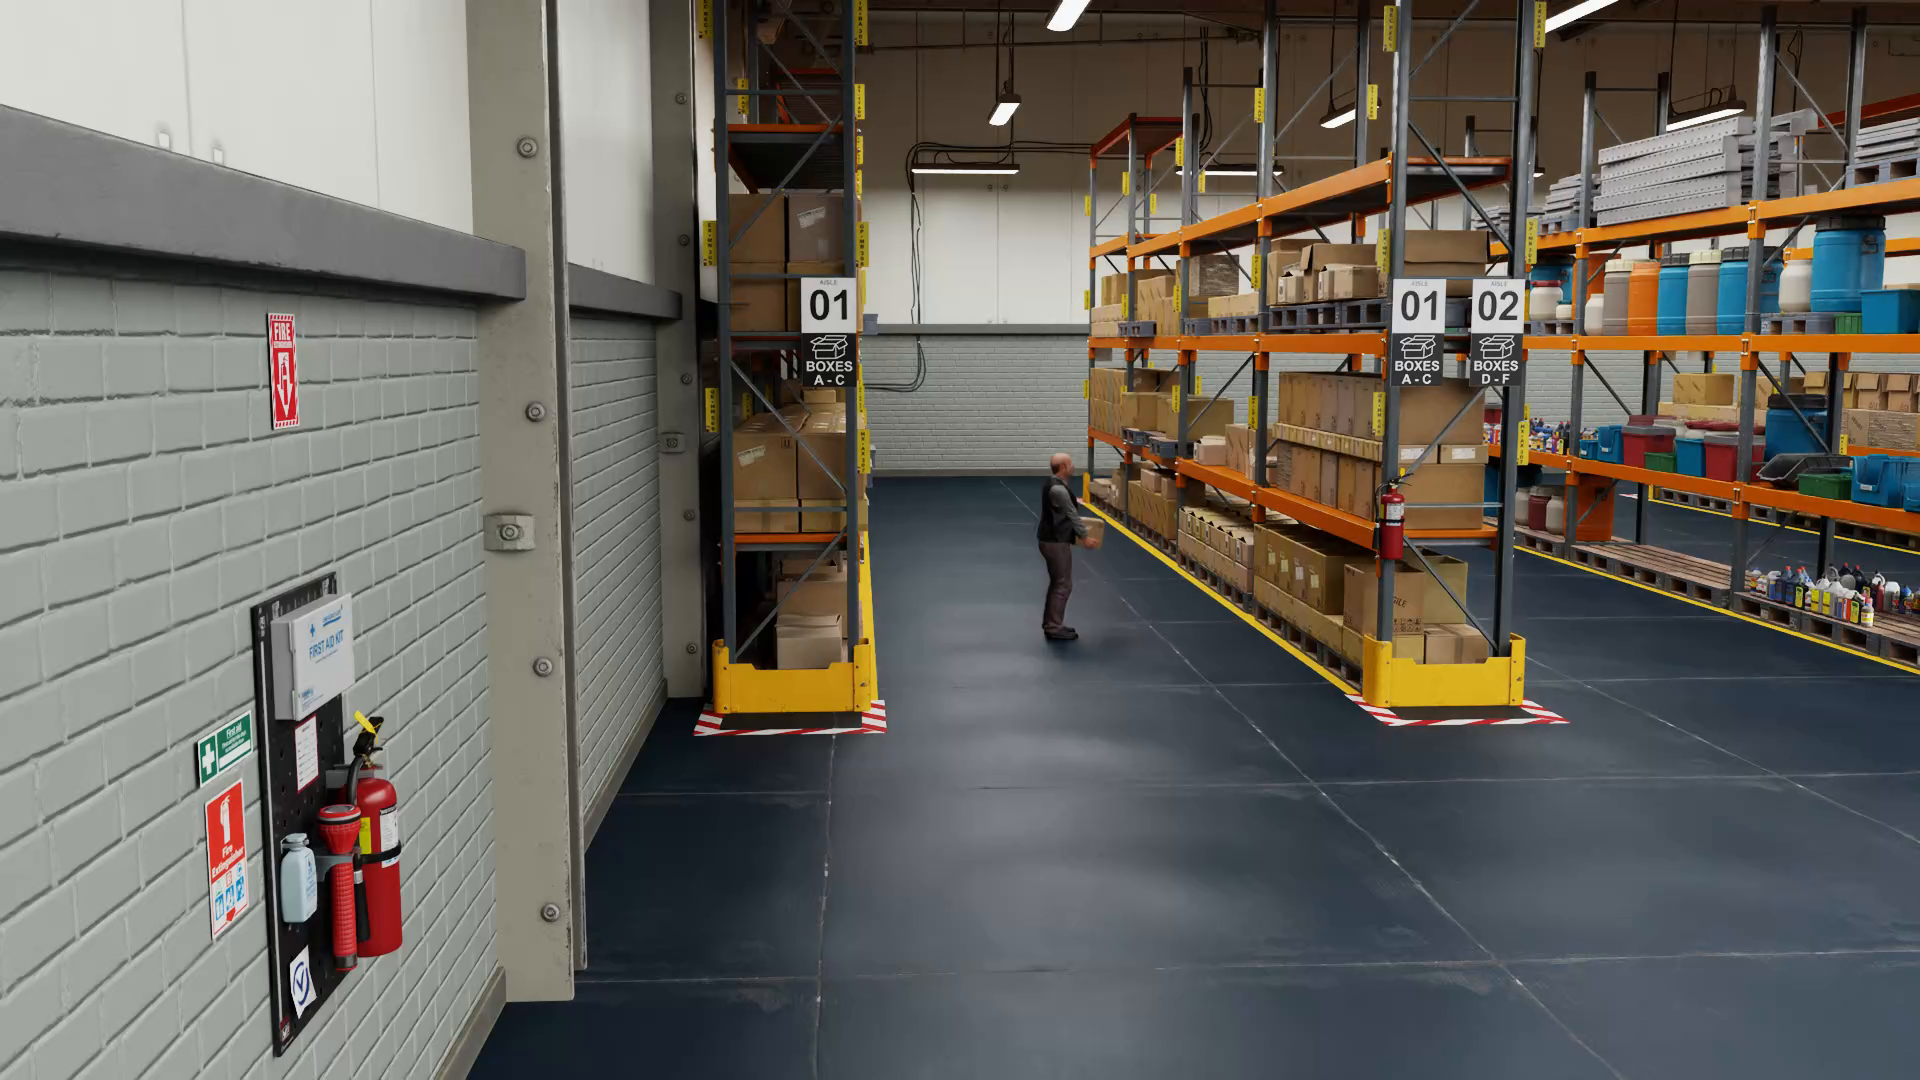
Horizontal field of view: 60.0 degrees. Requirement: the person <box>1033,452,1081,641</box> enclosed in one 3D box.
[{"bbox_3d":[0.889,0.046,15.459,0.421,1.720,0.572,-1,7,-6],"label":"person"}]
